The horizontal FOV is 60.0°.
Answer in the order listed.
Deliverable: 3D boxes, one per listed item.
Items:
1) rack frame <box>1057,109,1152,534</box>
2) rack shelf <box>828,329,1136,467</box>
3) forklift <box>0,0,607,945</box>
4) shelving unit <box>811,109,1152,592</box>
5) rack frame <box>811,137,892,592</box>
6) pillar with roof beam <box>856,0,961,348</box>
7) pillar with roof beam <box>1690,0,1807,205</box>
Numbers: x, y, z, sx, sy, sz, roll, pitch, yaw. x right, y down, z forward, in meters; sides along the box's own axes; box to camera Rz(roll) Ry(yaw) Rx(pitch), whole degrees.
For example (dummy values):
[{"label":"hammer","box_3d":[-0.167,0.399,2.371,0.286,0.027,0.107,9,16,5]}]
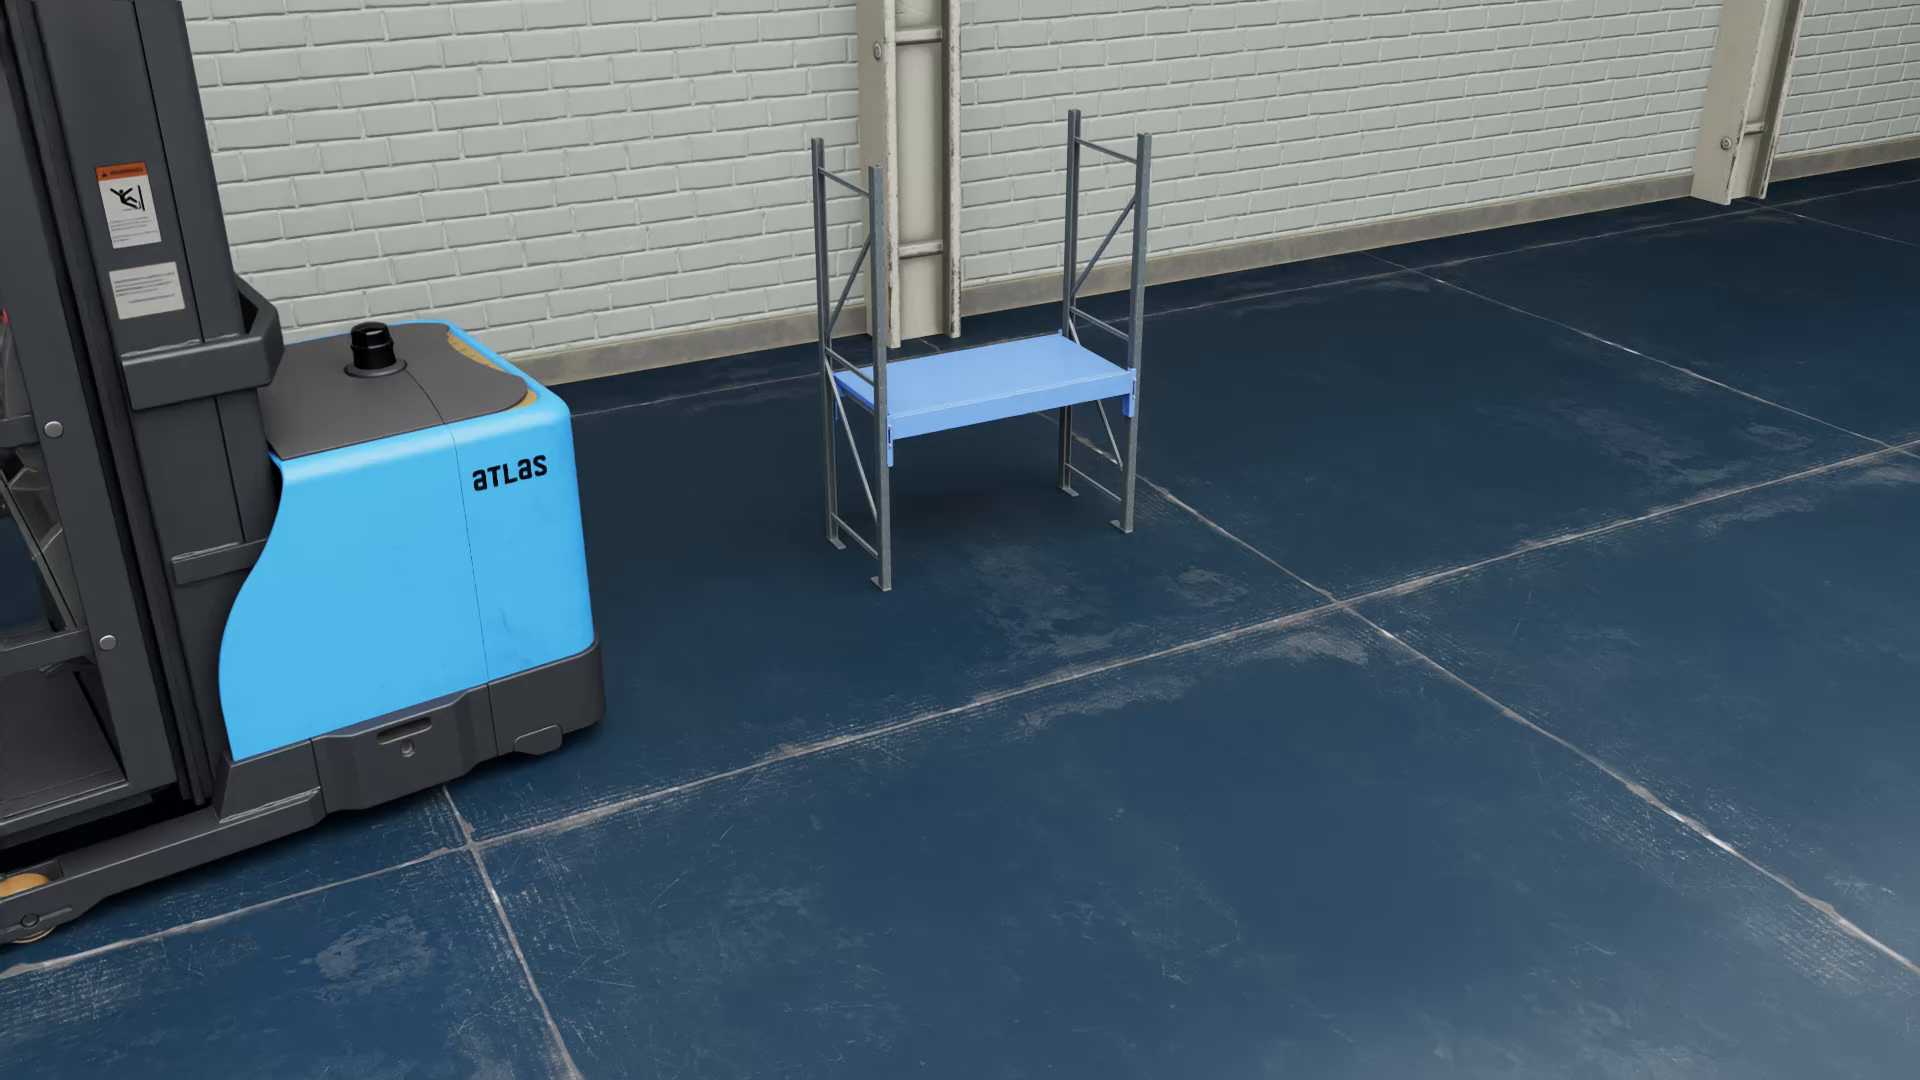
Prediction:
[{"label":"rack frame","box_3d":[0.524,-0.797,6.177,0.032,1.500,0.500,-13,29,-25]},{"label":"rack shelf","box_3d":[0.075,-0.531,6.039,1.000,0.185,0.538,-13,29,-25]},{"label":"forklift","box_3d":[-2.556,-0.527,3.961,3.031,2.935,1.130,-17,31,-32]},{"label":"shelving unit","box_3d":[0.075,-0.693,5.962,1.048,1.500,0.538,-13,29,-25]},{"label":"rack frame","box_3d":[-0.373,-0.590,5.746,0.032,1.500,0.500,-13,29,-25]},{"label":"pillar with roof beam","box_3d":[1.785,-3.459,3.057,0.400,9.000,9.100,-13,29,-25]},{"label":"pillar with roof beam","box_3d":[7.080,-4.681,5.602,0.400,9.000,9.100,-13,29,-25]}]
